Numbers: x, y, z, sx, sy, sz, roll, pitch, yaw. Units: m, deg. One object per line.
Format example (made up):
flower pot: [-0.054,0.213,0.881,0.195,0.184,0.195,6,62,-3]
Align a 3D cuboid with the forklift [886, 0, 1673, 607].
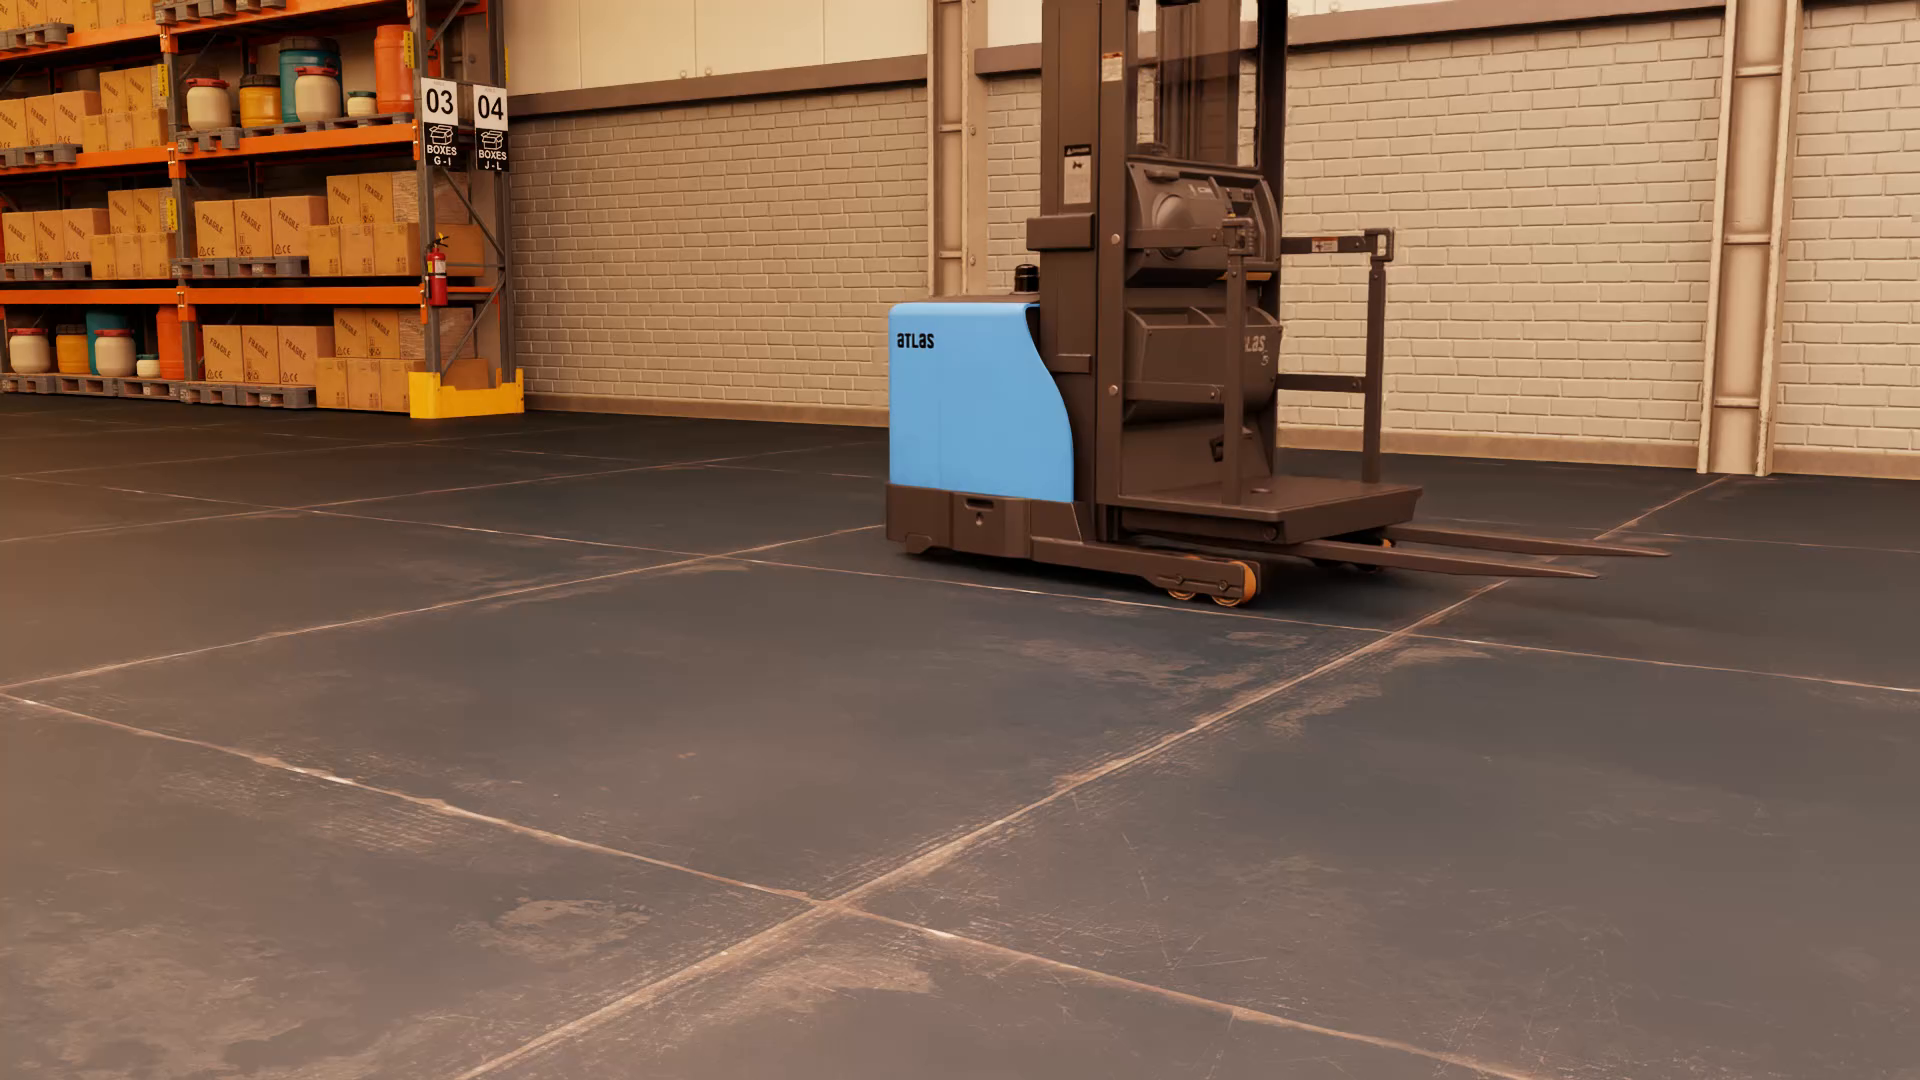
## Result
forklift: [1.106,-1.295,6.297,3.031,2.935,1.130,7,11,42]
